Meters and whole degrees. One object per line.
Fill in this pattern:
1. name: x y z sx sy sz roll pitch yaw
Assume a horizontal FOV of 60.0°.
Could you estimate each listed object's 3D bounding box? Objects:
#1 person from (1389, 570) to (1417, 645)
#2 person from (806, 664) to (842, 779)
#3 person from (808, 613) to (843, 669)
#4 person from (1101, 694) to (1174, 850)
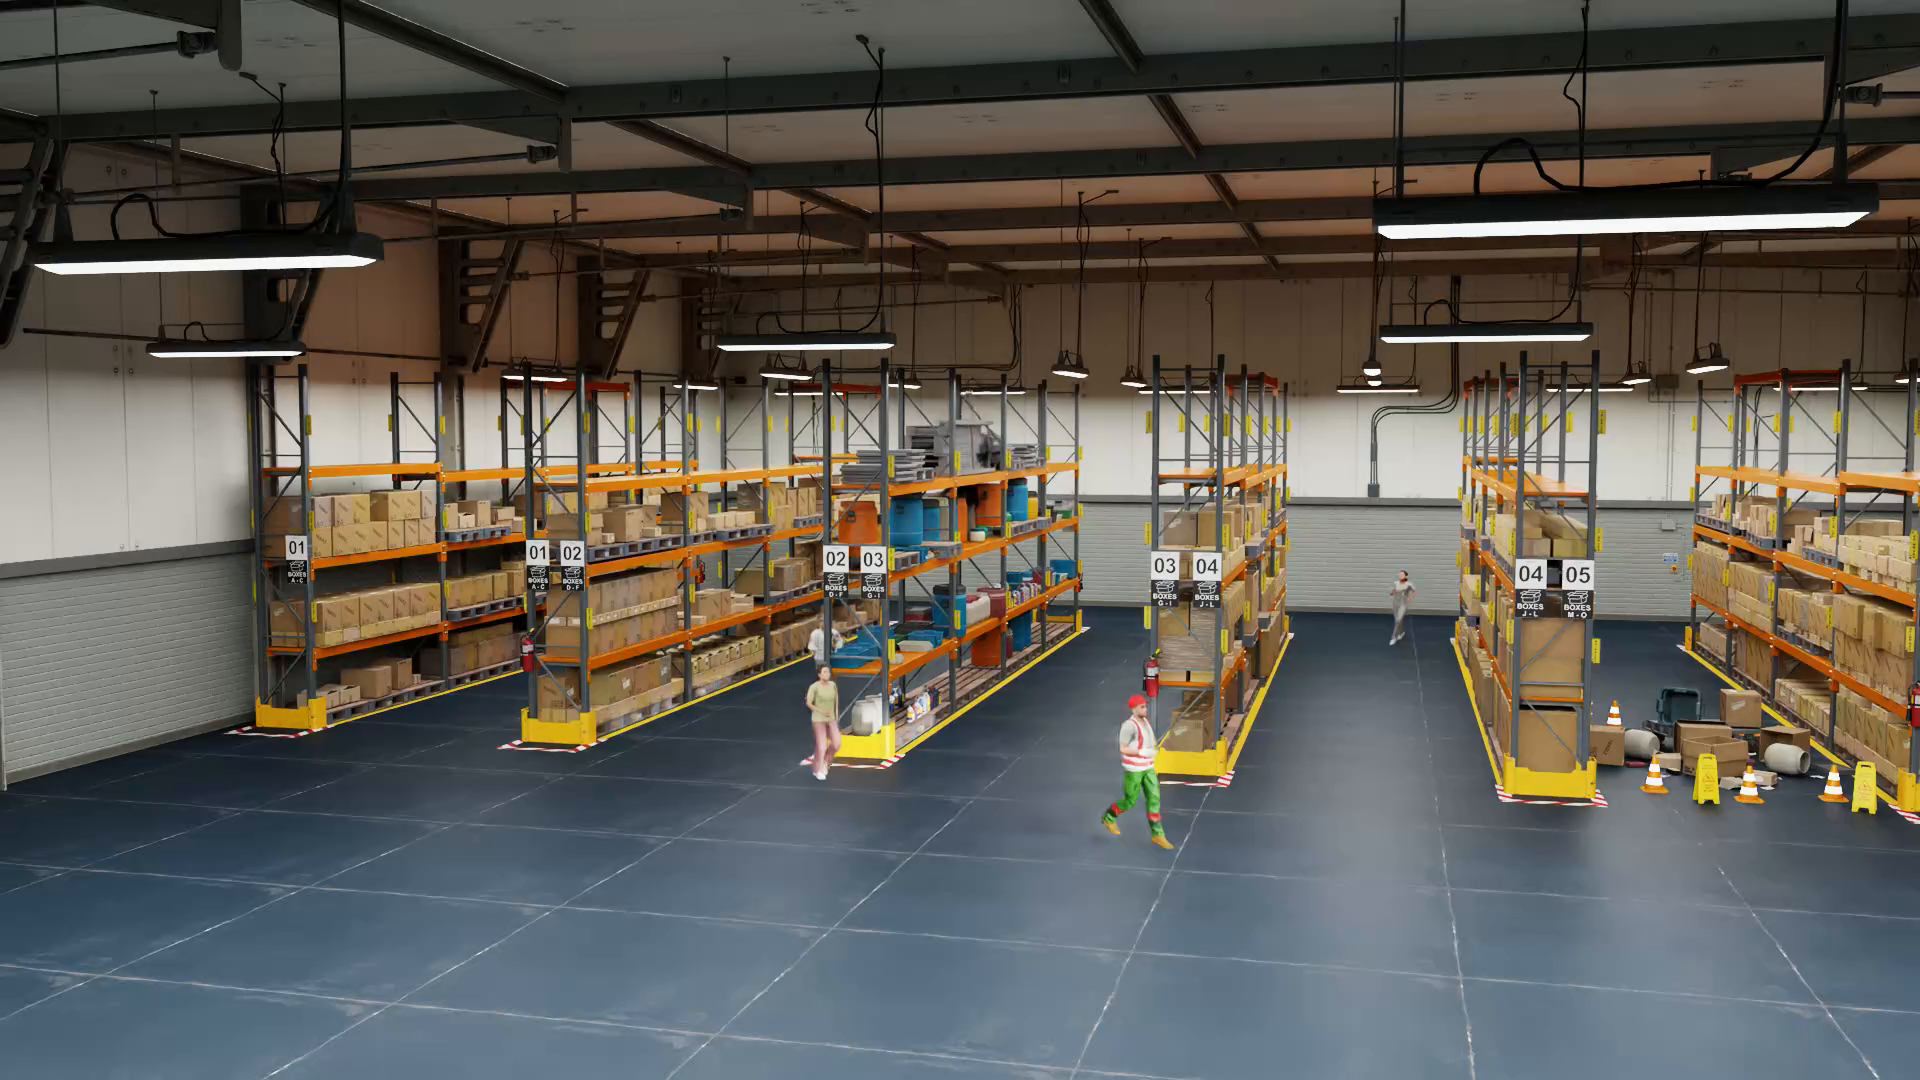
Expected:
1. person: 10.138 1.581 38.176 0.564 1.603 0.867 3 5 39
2. person: -1.888 2.563 23.515 0.608 1.638 0.556 -3 5 -37
3. person: -2.379 2.149 29.287 0.590 1.740 0.726 0 4 6
4. person: 2.106 2.729 19.772 0.987 1.799 0.653 4 5 42
